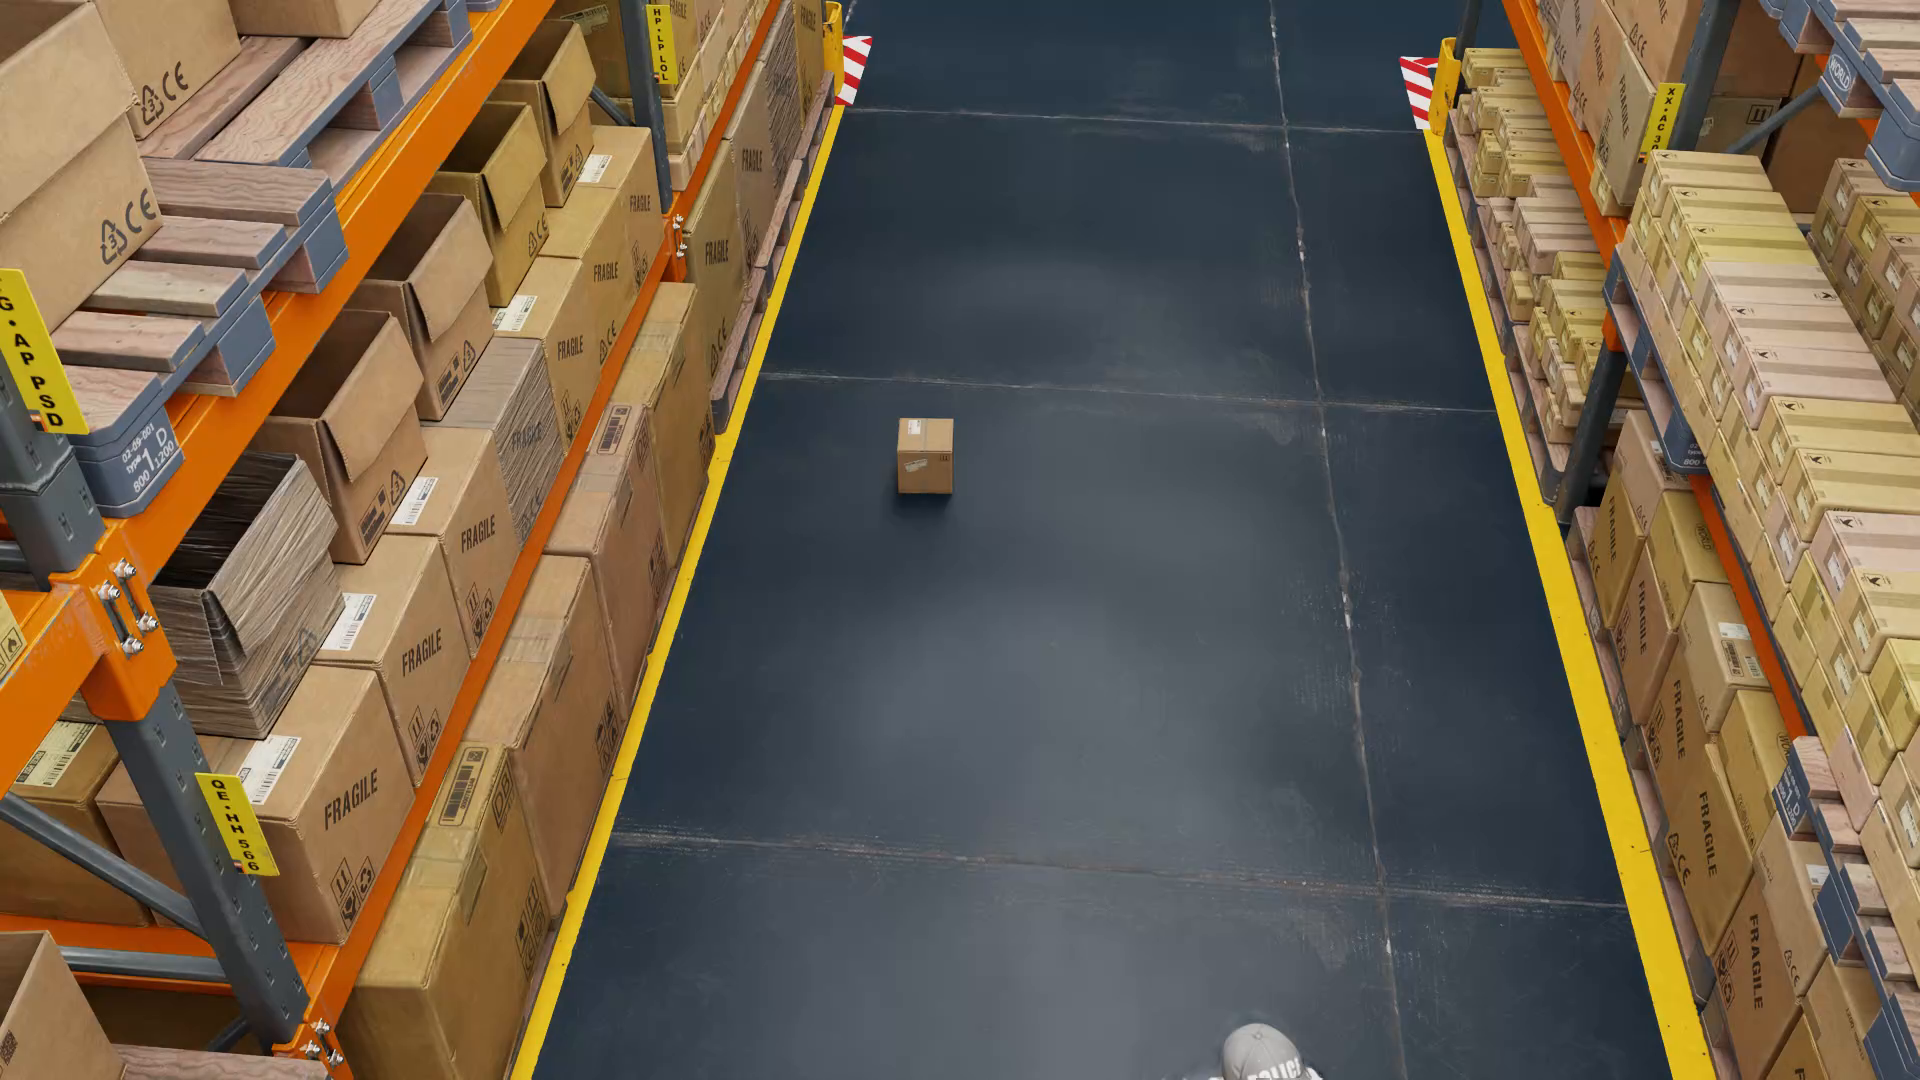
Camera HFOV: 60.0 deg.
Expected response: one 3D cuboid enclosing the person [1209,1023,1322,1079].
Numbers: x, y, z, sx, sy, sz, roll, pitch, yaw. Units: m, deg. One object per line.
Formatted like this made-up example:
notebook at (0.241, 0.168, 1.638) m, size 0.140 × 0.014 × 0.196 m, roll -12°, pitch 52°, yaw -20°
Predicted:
person at (0.673, 1.778, 4.085) m, size 0.472 × 1.705 × 0.757 m, roll -7°, pitch 41°, yaw -8°
